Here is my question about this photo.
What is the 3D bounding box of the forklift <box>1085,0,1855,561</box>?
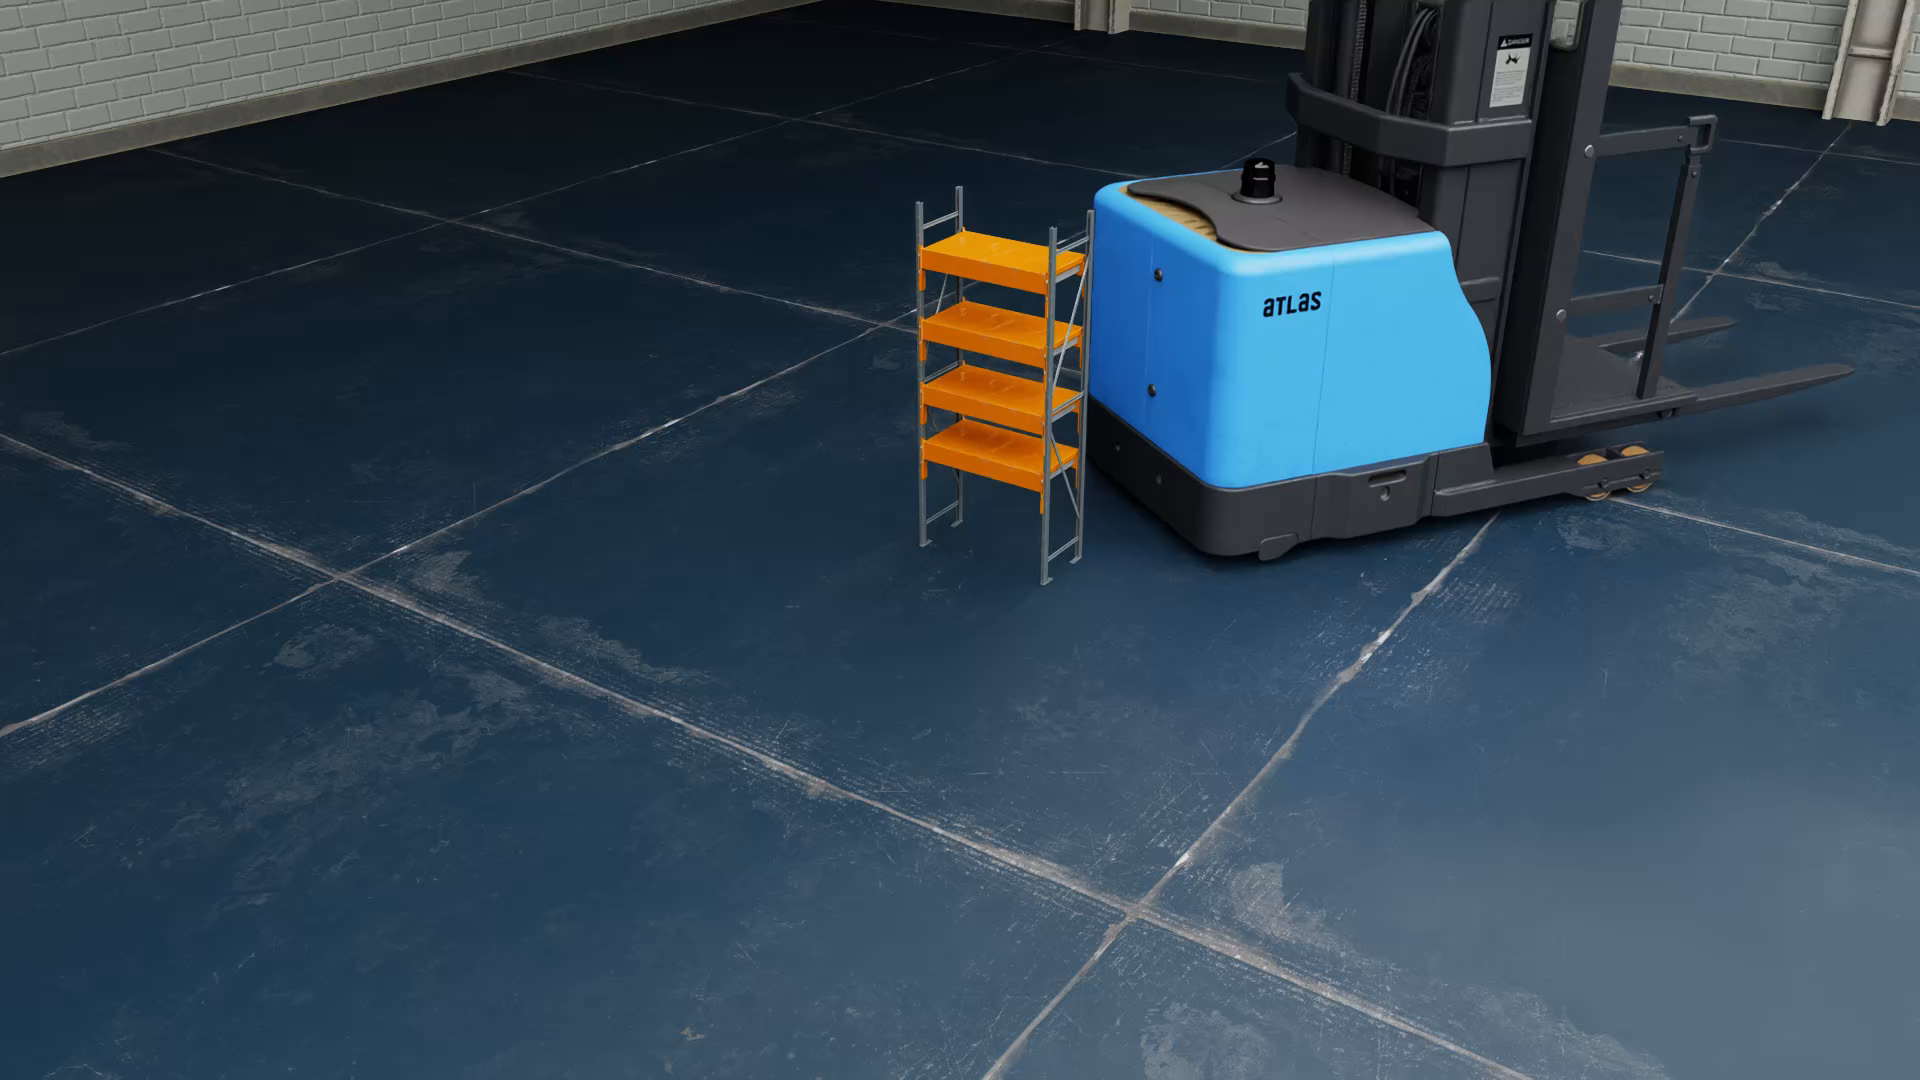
[{"bbox_3d":[2.022,-1.657,5.774,3.031,2.935,1.130,-11,29,-20],"label":"forklift"}]

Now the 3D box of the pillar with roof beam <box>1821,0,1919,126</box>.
[{"bbox_3d":[3.747,-5.313,6.268,0.400,9.000,9.100,17,32,30],"label":"pillar with roof beam"}]

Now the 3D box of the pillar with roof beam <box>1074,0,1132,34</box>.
[{"bbox_3d":[-1.199,-6.854,9.296,0.400,9.000,9.100,17,32,30],"label":"pillar with roof beam"}]

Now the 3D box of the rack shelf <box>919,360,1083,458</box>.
[{"bbox_3d":[0.136,-0.432,5.425,0.480,0.148,0.258,17,32,30],"label":"rack shelf"}]

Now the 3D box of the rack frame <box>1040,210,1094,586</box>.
[{"bbox_3d":[0.338,-0.430,5.271,0.015,1.200,0.240,17,32,30],"label":"rack frame"}]

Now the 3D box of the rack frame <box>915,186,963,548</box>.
[{"bbox_3d":[-0.065,-0.555,5.517,0.015,1.200,0.240,17,32,30],"label":"rack frame"}]

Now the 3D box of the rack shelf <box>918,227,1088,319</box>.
[{"bbox_3d":[0.136,-0.842,5.216,0.480,0.148,0.258,17,32,30],"label":"rack shelf"}]

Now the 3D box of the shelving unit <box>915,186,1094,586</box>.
[{"bbox_3d":[0.136,-0.492,5.394,0.503,1.200,0.258,17,32,30],"label":"shelving unit"}]

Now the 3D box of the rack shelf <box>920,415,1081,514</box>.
[{"bbox_3d":[0.136,-0.255,5.515,0.480,0.148,0.258,17,32,30],"label":"rack shelf"}]

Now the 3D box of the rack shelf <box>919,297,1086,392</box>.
[{"bbox_3d":[0.136,-0.632,5.323,0.480,0.148,0.258,17,32,30],"label":"rack shelf"}]
